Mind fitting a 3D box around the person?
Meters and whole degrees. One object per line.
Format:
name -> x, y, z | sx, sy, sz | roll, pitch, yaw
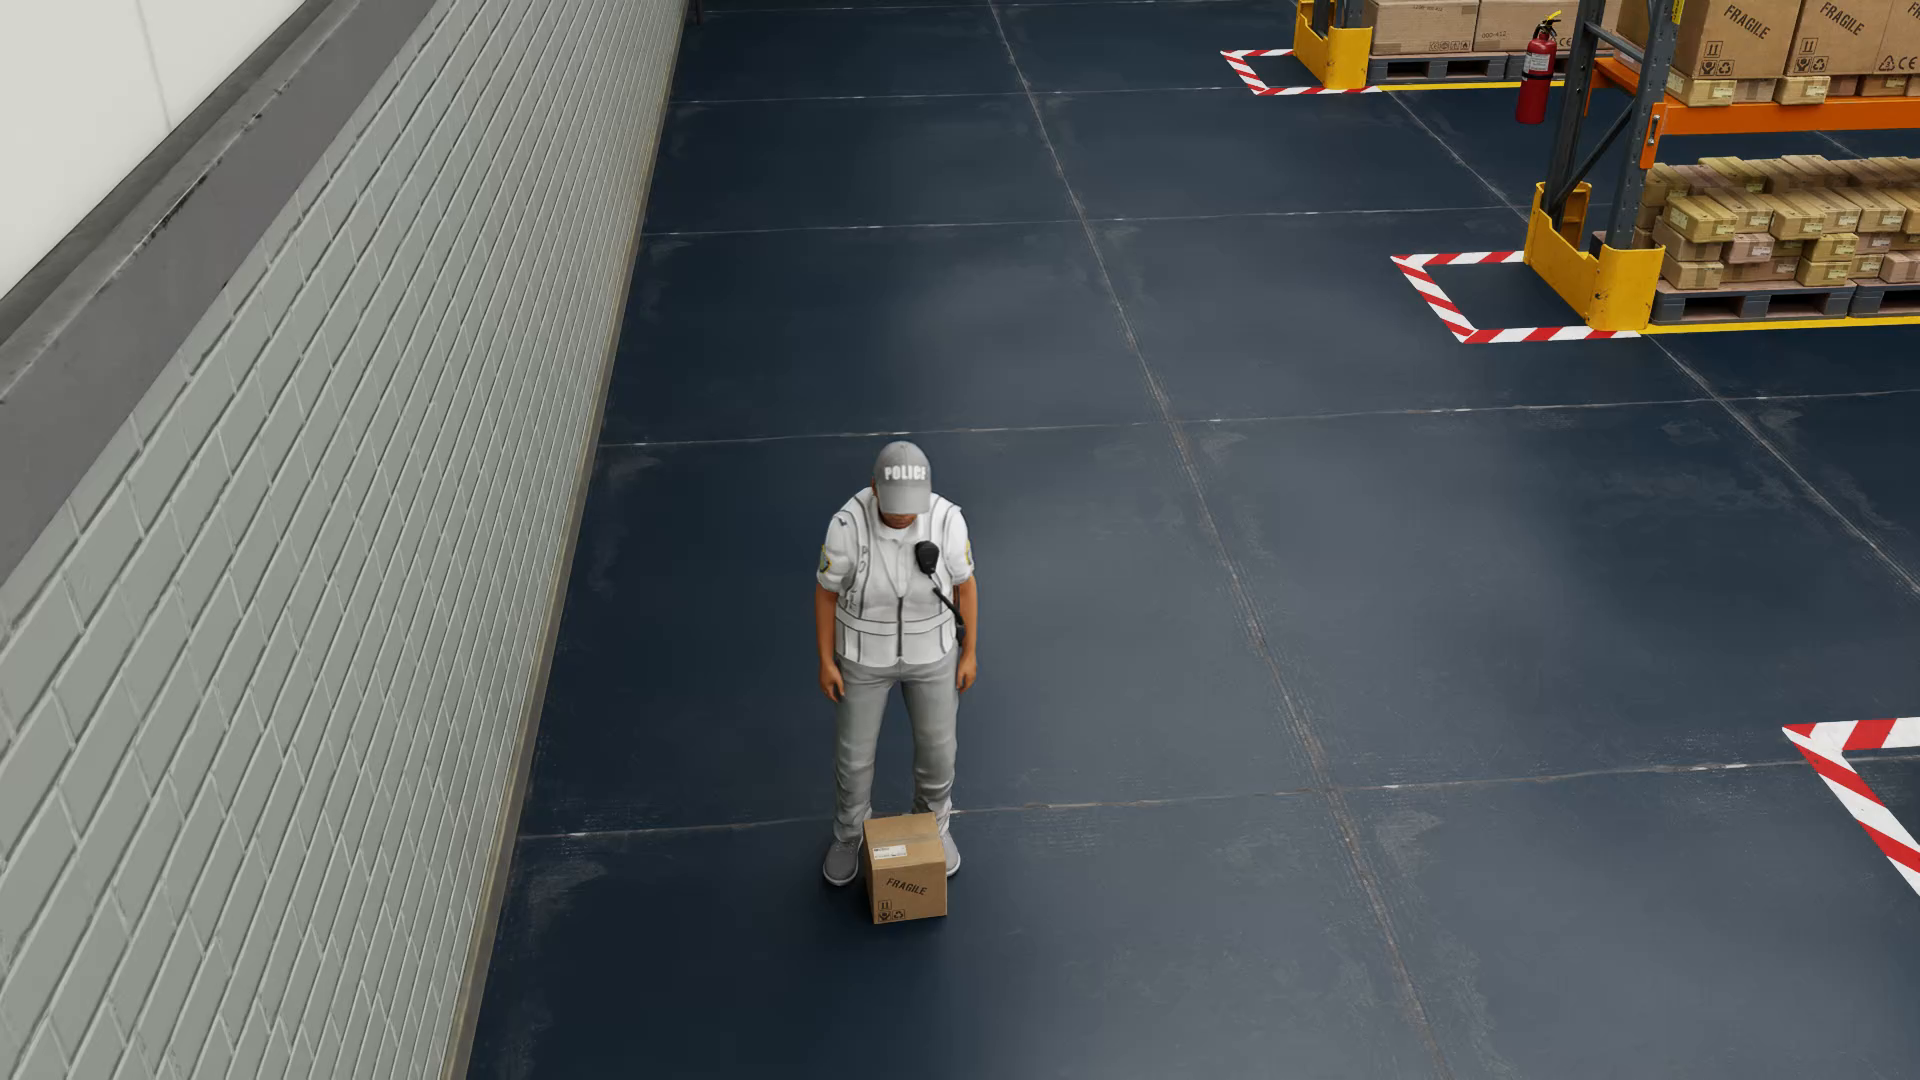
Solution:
person -> -0.213, 0.399, 5.472 | 0.551, 1.666, 0.472 | -3, 31, -6
